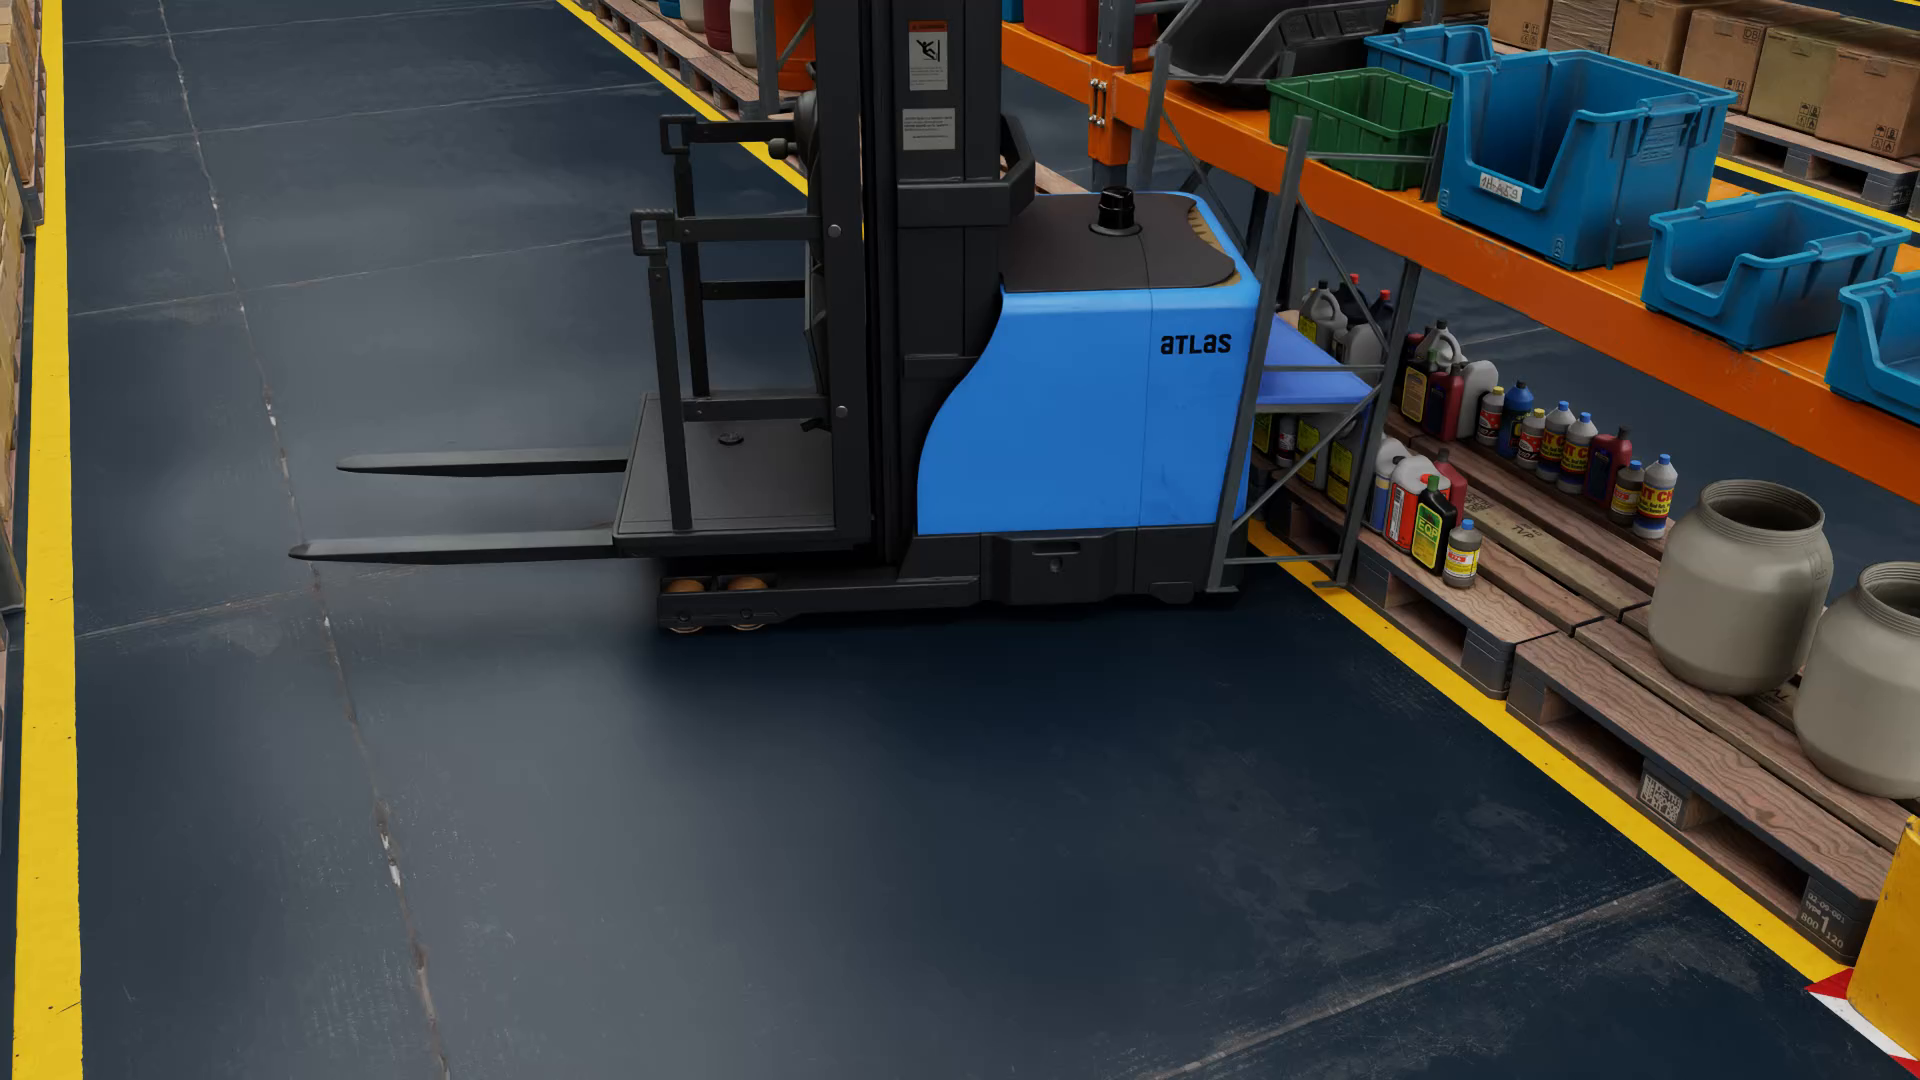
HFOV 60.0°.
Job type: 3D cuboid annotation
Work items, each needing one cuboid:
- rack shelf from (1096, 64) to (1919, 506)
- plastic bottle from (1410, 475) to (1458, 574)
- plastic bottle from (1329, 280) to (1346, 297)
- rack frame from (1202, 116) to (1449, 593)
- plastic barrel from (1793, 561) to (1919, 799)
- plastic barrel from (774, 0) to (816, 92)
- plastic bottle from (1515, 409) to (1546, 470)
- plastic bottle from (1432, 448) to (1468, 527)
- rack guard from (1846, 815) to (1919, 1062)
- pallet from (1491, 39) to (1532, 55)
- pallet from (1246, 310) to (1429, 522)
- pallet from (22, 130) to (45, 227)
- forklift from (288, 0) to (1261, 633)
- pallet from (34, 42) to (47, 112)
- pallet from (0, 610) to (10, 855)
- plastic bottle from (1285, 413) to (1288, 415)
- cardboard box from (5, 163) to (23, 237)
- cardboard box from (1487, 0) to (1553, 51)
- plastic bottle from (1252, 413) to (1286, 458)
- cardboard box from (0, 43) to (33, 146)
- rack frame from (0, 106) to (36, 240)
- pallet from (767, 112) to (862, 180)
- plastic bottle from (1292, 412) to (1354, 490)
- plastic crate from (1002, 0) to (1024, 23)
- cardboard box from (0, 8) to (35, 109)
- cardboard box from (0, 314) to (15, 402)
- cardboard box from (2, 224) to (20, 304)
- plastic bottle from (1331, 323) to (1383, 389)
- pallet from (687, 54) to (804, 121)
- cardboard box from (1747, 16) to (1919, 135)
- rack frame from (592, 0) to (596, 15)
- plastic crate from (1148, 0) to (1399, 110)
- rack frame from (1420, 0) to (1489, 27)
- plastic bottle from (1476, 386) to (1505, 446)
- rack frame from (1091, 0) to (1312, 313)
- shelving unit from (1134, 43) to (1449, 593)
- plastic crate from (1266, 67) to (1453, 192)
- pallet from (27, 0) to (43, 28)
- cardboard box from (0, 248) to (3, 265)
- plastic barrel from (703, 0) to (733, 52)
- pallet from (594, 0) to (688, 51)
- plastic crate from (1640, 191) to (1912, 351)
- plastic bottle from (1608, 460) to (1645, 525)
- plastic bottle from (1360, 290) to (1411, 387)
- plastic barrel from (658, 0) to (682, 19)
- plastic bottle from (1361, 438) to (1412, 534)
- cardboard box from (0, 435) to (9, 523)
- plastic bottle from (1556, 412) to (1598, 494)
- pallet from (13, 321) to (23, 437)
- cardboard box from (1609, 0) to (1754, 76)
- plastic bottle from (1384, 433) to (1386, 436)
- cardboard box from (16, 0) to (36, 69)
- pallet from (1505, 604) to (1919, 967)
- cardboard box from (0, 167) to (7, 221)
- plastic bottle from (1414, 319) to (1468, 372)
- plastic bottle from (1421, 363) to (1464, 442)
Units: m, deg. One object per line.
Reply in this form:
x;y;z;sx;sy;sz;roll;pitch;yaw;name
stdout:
1.850;-0.846;4.928;1.077;0.370;4.000;-13;32;-22;rack shelf
1.457;-0.051;5.101;0.061;0.283;0.133;-12;32;-21;plastic bottle
1.495;-0.907;6.629;0.061;0.283;0.133;-11;31;-20;plastic bottle
1.094;-0.515;5.025;0.500;1.500;0.032;-2;27;-17;rack frame
2.357;0.351;4.172;0.421;0.512;0.421;0;29;0;plastic barrel
-0.952;-3.259;10.285;0.600;0.830;0.708;-13;32;-22;plastic barrel
1.979;-0.353;5.725;0.097;0.201;0.097;0;29;0;plastic bottle
1.536;-0.142;5.265;0.061;0.283;0.133;-13;32;-22;plastic bottle
2.633;0.790;3.830;1.175;0.500;0.348;-13;32;-22;rack guard
4.081;-3.289;11.399;1.003;0.211;1.213;-13;32;-22;pallet
1.242;-0.522;6.465;1.003;0.211;1.213;-13;32;-22;pallet
-5.488;-1.893;8.911;1.003;0.211;1.213;-13;32;-22;pallet
-0.622;-1.255;4.991;3.031;2.935;1.130;-2;29;-4;forklift
-6.535;-2.971;10.833;1.003;0.211;1.213;-13;32;-22;pallet
-3.181;0.571;4.515;1.003;0.211;1.213;-13;32;-22;pallet
1.141;-0.461;5.845;0.097;0.271;0.097;0;29;0;plastic bottle
-4.755;-1.575;7.873;0.500;0.250;0.500;-12;32;-21;cardboard box
4.053;-3.660;11.316;0.700;0.500;0.500;-15;33;-25;cardboard box
1.077;-0.442;5.798;0.061;0.283;0.133;-12;31;-20;plastic bottle
-5.369;-2.365;9.006;0.500;0.500;0.500;-14;32;-24;cardboard box
-5.201;-2.772;7.626;1.000;3.000;0.127;-13;32;-22;rack frame
-0.429;-2.244;9.536;1.003;0.211;1.213;-13;32;-22;pallet
1.226;-0.365;5.593;0.144;0.351;0.185;-13;32;-22;plastic bottle
0.236;-2.458;7.084;0.392;0.384;0.575;-13;32;-22;plastic crate
-5.808;-2.817;9.812;0.500;0.500;0.500;-14;32;-24;cardboard box
-3.877;-0.673;6.266;0.500;0.250;0.500;-14;32;-23;cardboard box
-4.318;-1.125;7.071;0.500;0.250;0.500;-12;32;-21;cardboard box
1.487;-0.696;6.260;0.152;0.276;0.135;-13;32;-22;plastic bottle
-1.102;-2.934;10.766;1.003;0.211;1.213;-13;32;-22;pallet
5.032;-2.675;9.560;0.700;0.500;0.500;-13;32;-22;cardboard box
-2.443;-5.577;12.629;1.000;3.000;0.127;-13;32;-22;rack frame
1.101;-1.758;5.882;0.767;0.338;0.504;-13;32;-22;plastic crate
3.747;-4.850;11.333;1.000;3.000;0.127;-13;32;-22;rack frame
1.890;-0.444;5.887;0.097;0.201;0.097;0;29;0;plastic bottle
0.991;-2.043;6.327;1.000;3.000;0.127;-13;32;-22;rack frame
0.954;-0.745;5.456;0.538;1.500;1.048;-2;27;-17;shelving unit
1.319;-1.292;5.204;0.450;0.188;0.662;-13;32;-22;plastic crate
-7.740;-4.166;12.963;1.003;0.211;1.213;-13;32;-22;pallet
-4.098;-1.147;6.537;0.500;0.311;0.500;-12;32;-21;cardboard box
-1.436;-3.653;11.234;0.600;0.588;0.708;-13;32;-22;plastic barrel
-2.150;-4.011;12.688;1.003;0.211;1.213;-13;32;-22;pallet
1.949;-0.658;4.008;0.499;0.251;0.408;-13;32;-22;plastic crate
2.167;-0.160;5.380;0.097;0.201;0.097;0;29;0;plastic bottle
1.610;-0.771;6.317;0.144;0.351;0.185;-15;32;-24;plastic bottle
-1.921;-4.289;12.047;0.600;0.901;0.708;-13;32;-22;plastic barrel
1.381;-0.178;5.335;0.152;0.276;0.135;-14;32;-23;plastic bottle
-3.434;-0.219;5.456;0.500;0.250;0.500;-14;32;-23;cardboard box
2.064;-0.296;5.551;0.097;0.271;0.097;0;29;0;plastic bottle
-4.363;-0.646;6.686;1.003;0.211;1.213;-13;32;-22;pallet
4.552;-3.169;10.440;0.700;0.500;0.500;-10;31;-18;cardboard box
1.396;-0.262;5.562;0.097;0.201;0.097;0;29;0;plastic bottle
-6.243;-3.263;10.607;0.500;0.500;0.500;-13;32;-22;cardboard box
2.289;0.556;4.542;1.003;0.211;1.213;-13;32;-22;pallet
-4.525;-1.593;7.332;0.500;0.311;0.500;-14;32;-23;cardboard box
1.749;-0.629;6.063;0.144;0.351;0.185;-13;32;-22;plastic bottle
1.719;-0.504;5.909;0.061;0.283;0.133;-13;32;-22;plastic bottle
